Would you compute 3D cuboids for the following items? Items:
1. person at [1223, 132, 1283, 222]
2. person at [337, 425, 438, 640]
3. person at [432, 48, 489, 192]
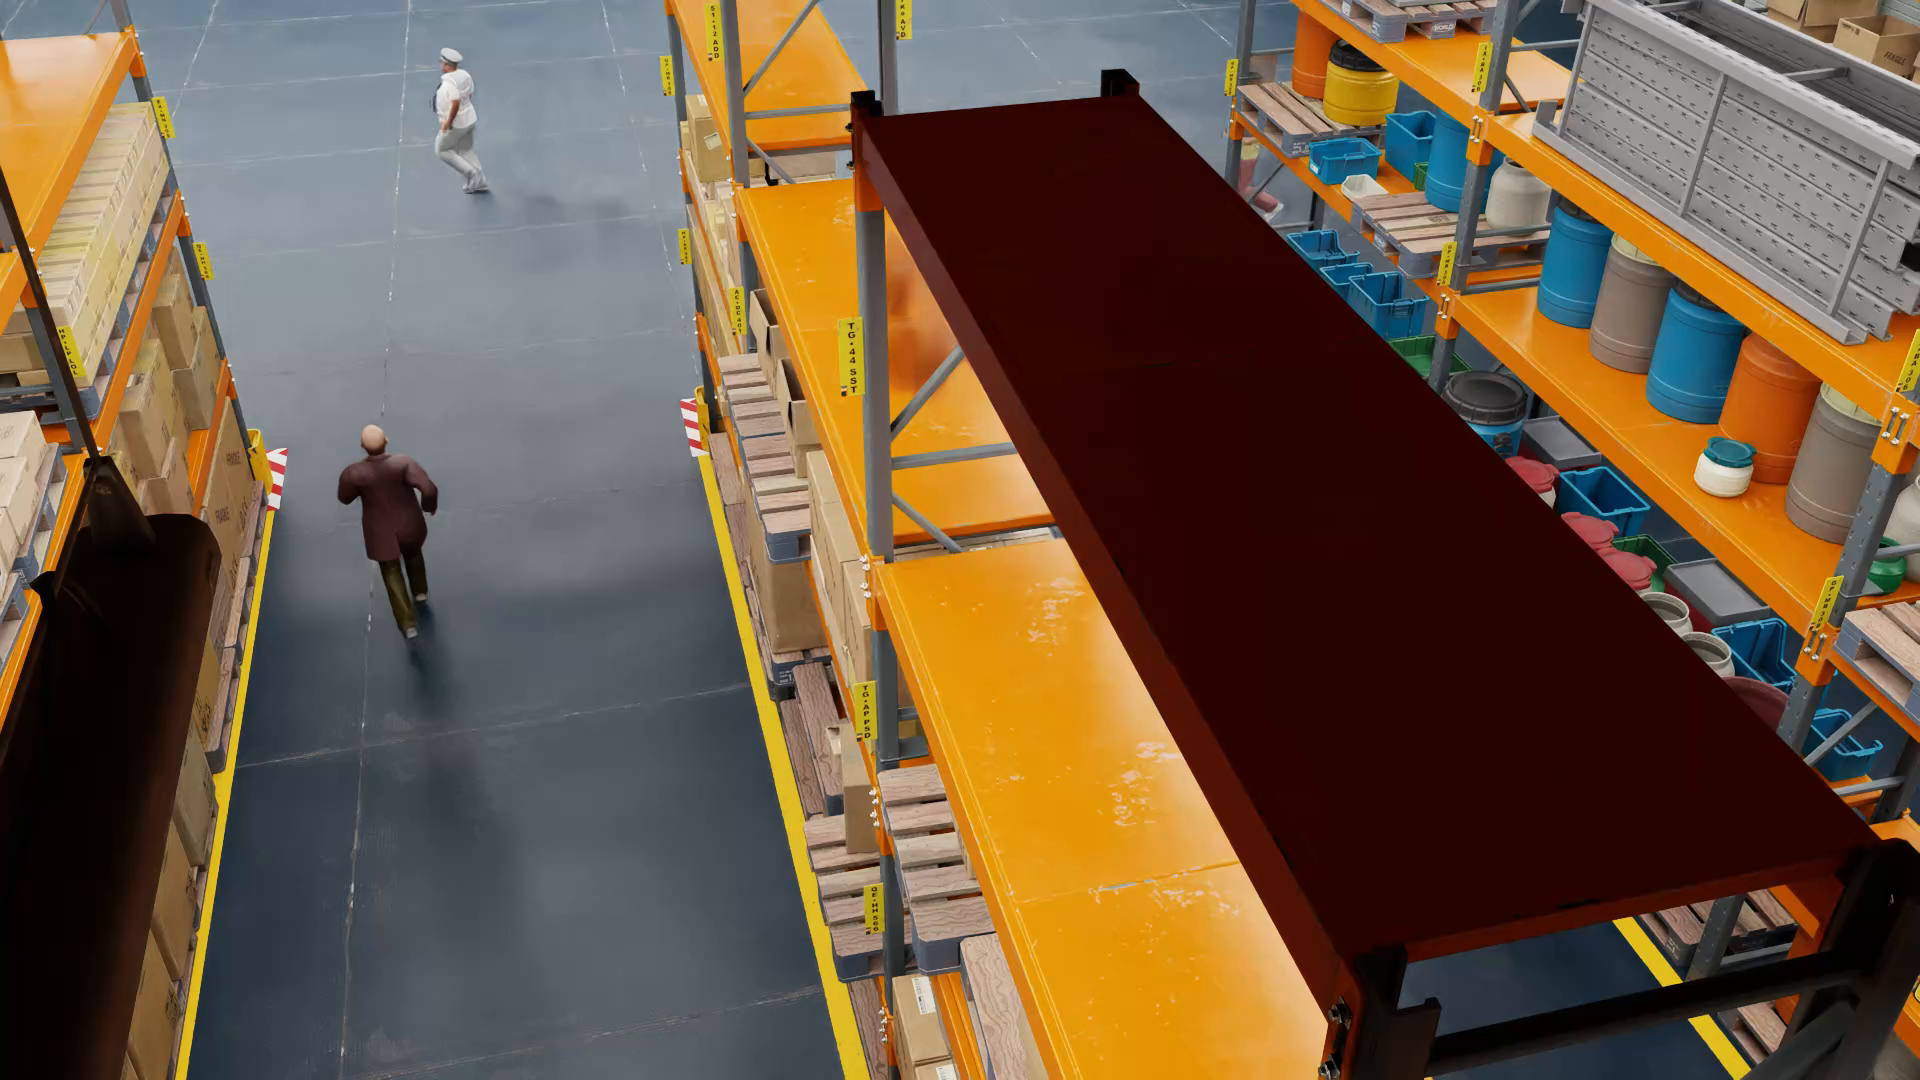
[{"bbox_3d":[3.311,-4.385,19.024,0.894,1.643,0.589,8,35,11],"label":"person"},{"bbox_3d":[-4.285,-0.007,12.664,0.690,1.591,1.008,-15,37,-20],"label":"person"},{"bbox_3d":[-6.043,-4.998,19.846,0.602,1.738,0.652,11,36,15],"label":"person"}]
